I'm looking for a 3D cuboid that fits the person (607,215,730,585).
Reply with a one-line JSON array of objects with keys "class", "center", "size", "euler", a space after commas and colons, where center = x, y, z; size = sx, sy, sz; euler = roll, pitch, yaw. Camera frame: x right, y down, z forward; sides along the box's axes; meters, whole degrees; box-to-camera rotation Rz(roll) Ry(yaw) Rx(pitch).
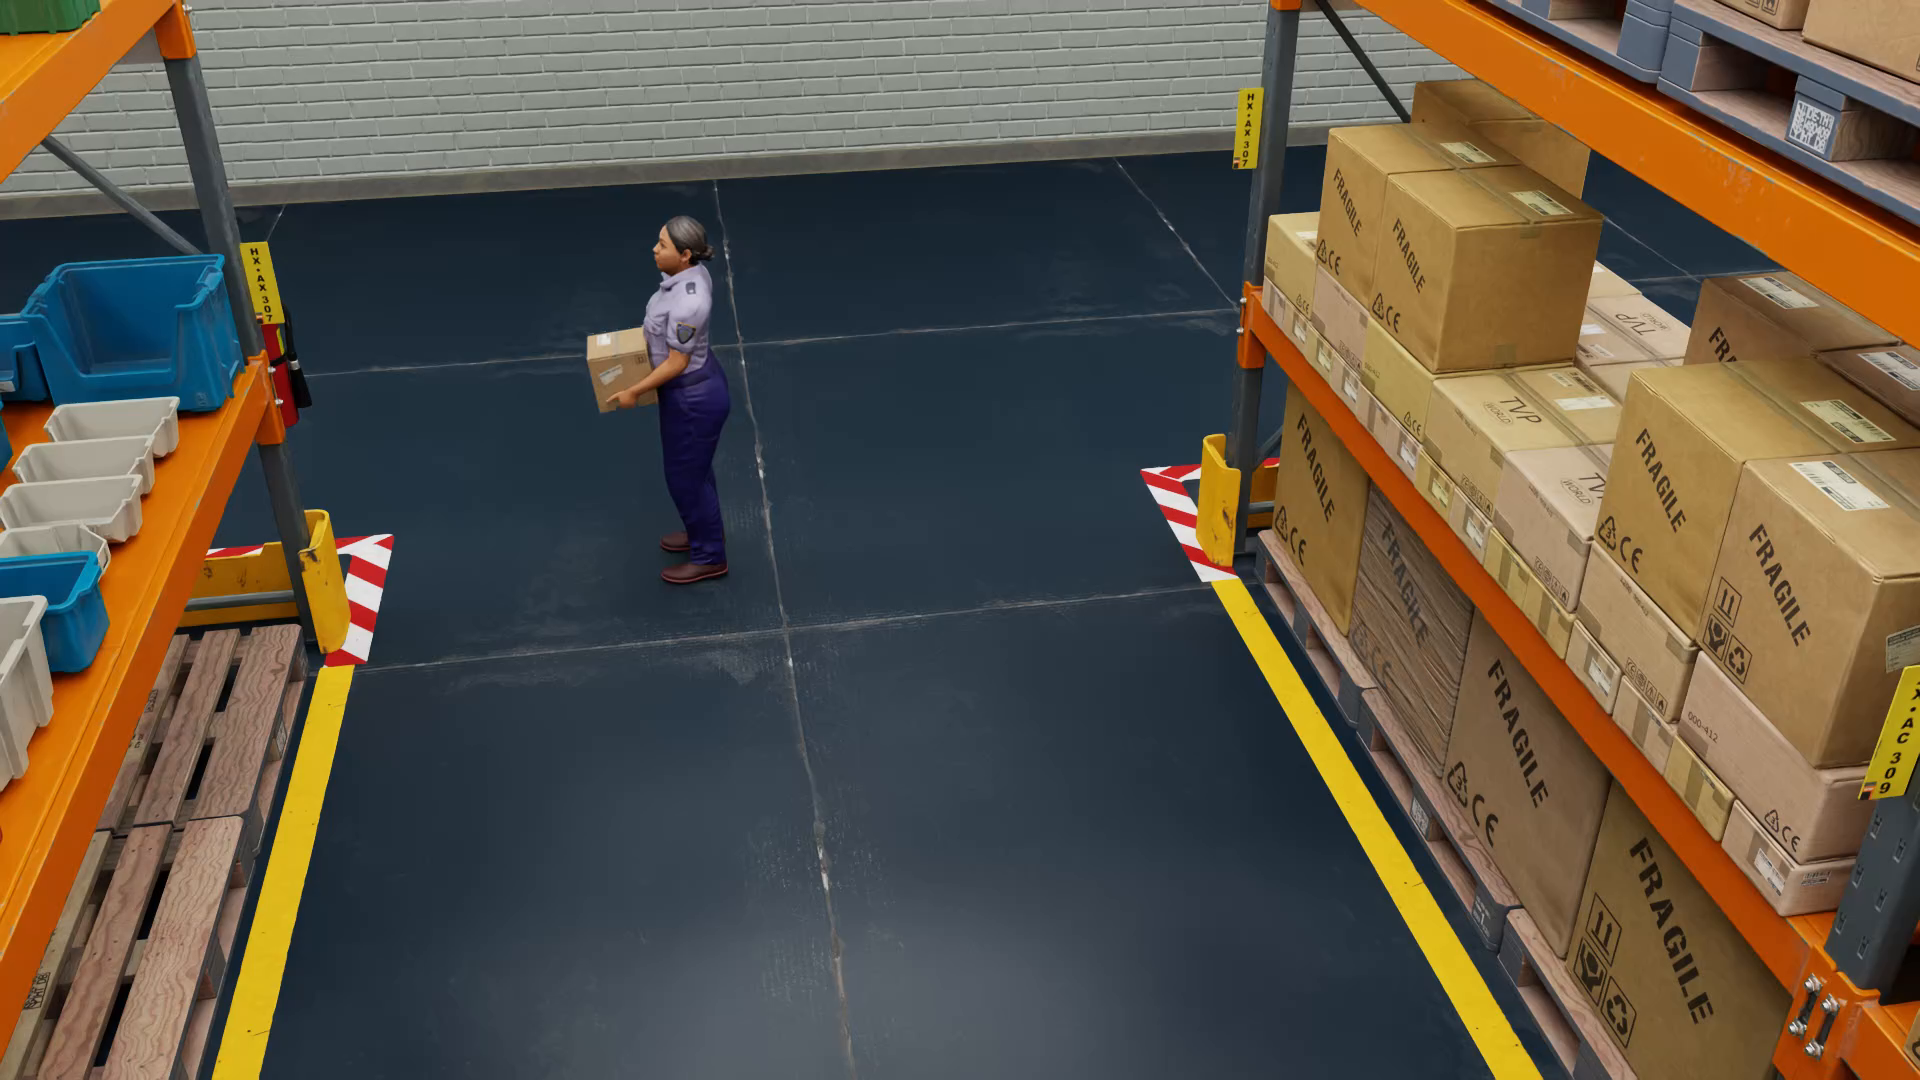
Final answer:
[{"class": "person", "center": [-1.251, -0.601, 7.153], "size": [0.515, 1.643, 0.466], "euler": [-5, 31, -9]}]
